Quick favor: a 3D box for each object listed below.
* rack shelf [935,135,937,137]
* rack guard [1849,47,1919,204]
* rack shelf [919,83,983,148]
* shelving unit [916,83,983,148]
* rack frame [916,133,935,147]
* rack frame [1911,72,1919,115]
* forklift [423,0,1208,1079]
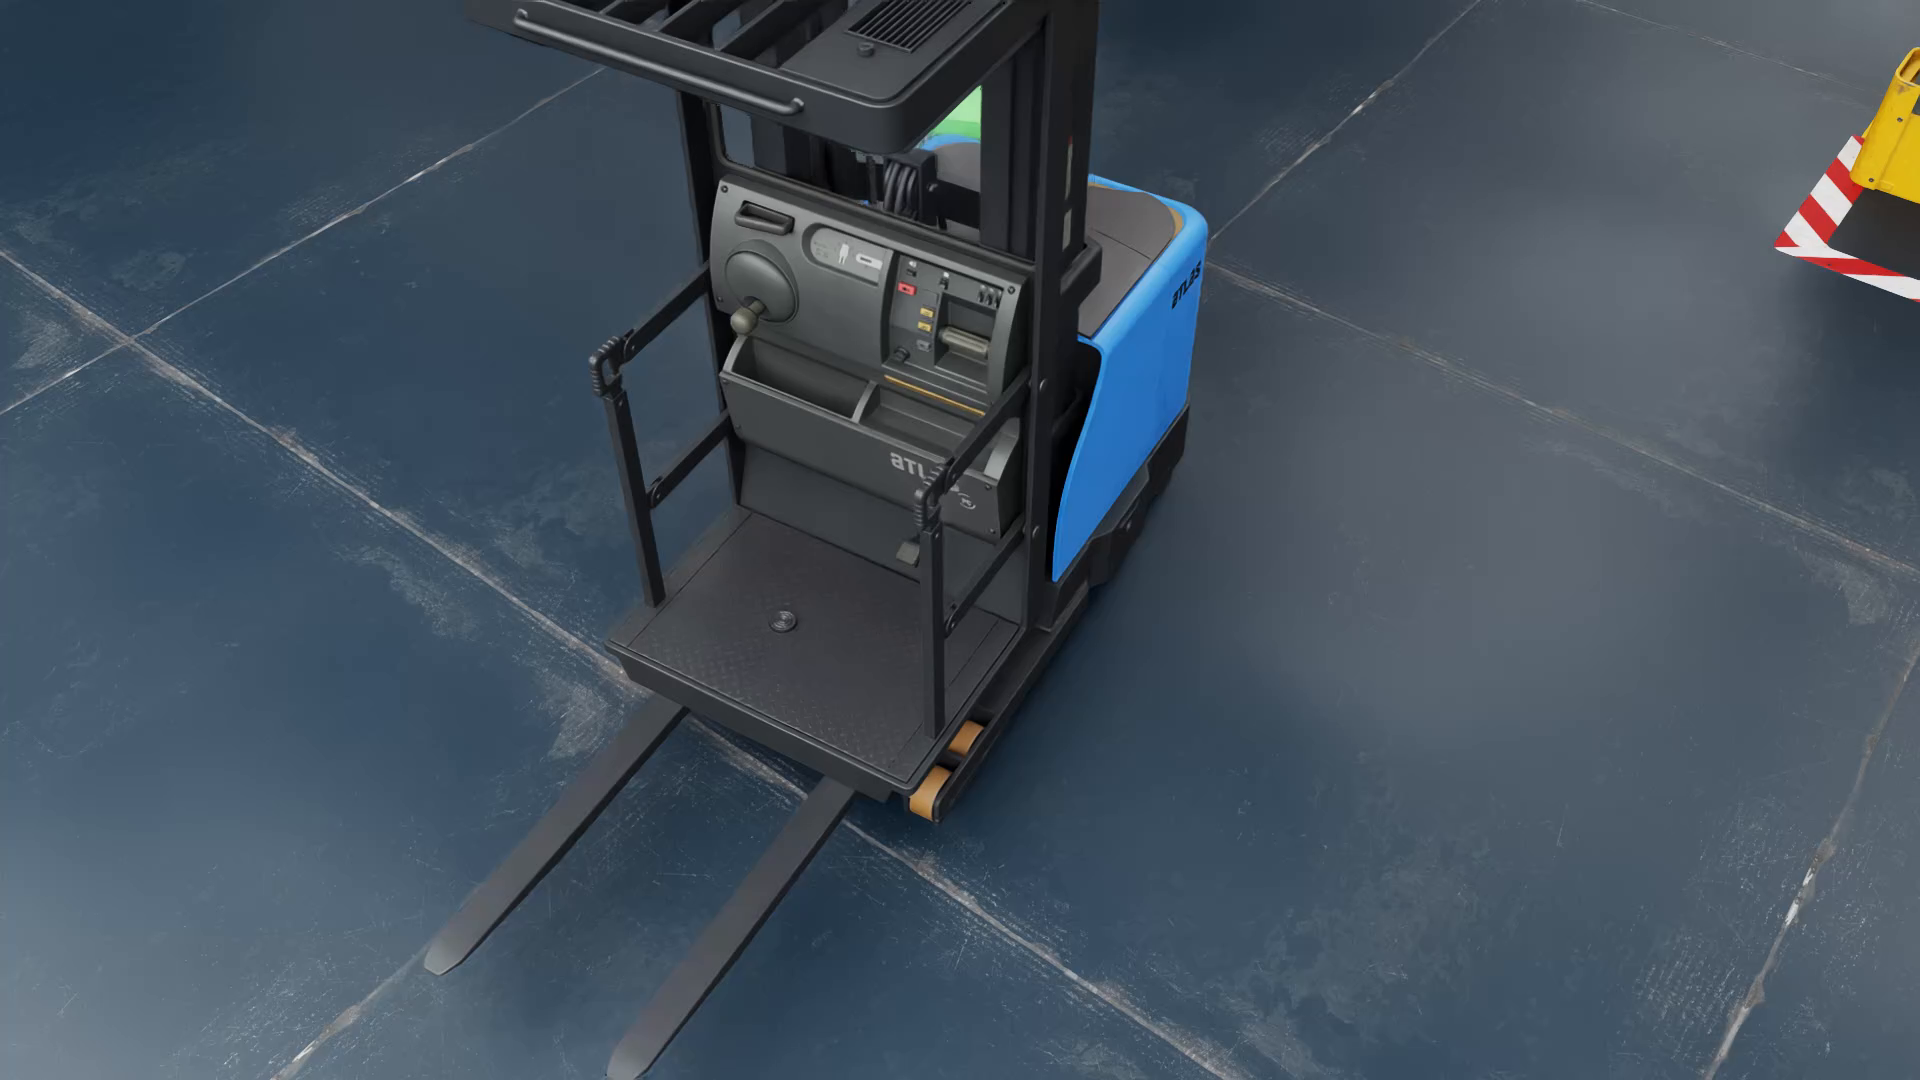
[{"bbox_3d":[0.118,-1.281,5.900,0.480,0.148,0.258,8,47,8],"label":"rack shelf"},{"bbox_3d":[4.427,-1.582,6.916,1.175,0.500,0.348,29,53,25],"label":"rack guard"},{"bbox_3d":[0.118,-1.446,5.726,0.480,0.148,0.258,8,47,8],"label":"rack shelf"},{"bbox_3d":[0.118,-1.159,6.027,0.503,1.200,0.258,8,47,8],"label":"shelving unit"},{"bbox_3d":[-0.121,-1.194,6.061,0.015,1.200,0.240,8,47,8],"label":"rack frame"},{"bbox_3d":[4.380,-2.402,5.970,1.000,3.000,0.127,29,53,25],"label":"rack frame"},{"bbox_3d":[-0.369,-0.565,4.263,1.130,2.935,3.031,23,50,20],"label":"forklift"}]
